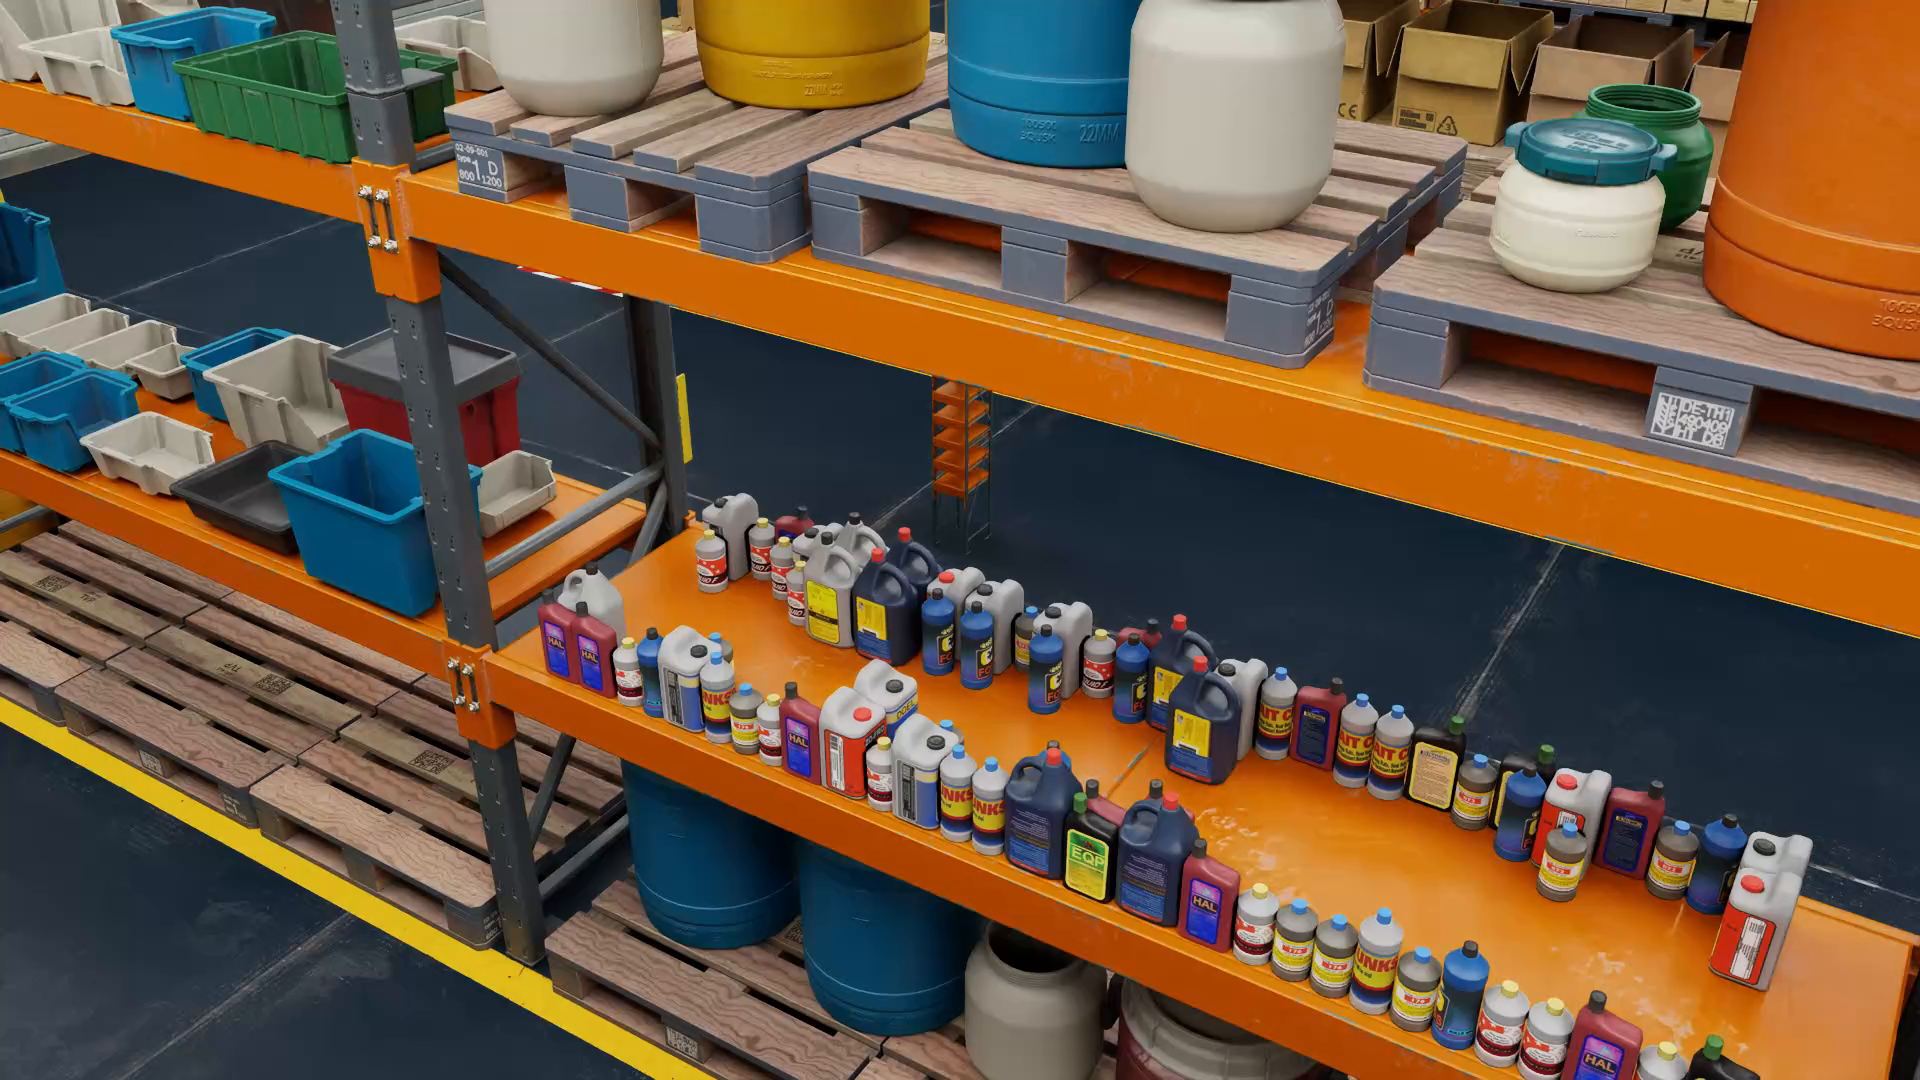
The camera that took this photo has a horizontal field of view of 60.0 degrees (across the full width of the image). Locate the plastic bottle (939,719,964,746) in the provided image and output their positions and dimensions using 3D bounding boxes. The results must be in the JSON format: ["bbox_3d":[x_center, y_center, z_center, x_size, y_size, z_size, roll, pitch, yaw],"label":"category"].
[{"bbox_3d":[-0.036,0.575,4.484,0.097,0.201,0.097,0,30,0],"label":"plastic bottle"}]

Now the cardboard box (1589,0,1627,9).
[{"bbox_3d":[4.635,-3.884,11.763,0.250,0.149,0.380,18,35,28],"label":"cardboard box"}]

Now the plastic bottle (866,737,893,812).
[{"bbox_3d":[-0.200,0.614,4.418,0.097,0.201,0.097,0,30,0],"label":"plastic bottle"}]

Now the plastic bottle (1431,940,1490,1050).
[{"bbox_3d":[1.113,0.999,3.689,0.097,0.271,0.097,0,30,0],"label":"plastic bottle"}]

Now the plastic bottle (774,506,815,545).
[{"bbox_3d":[-0.531,0.011,5.370,0.133,0.283,0.061,18,35,27],"label":"plastic bottle"}]

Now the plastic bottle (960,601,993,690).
[{"bbox_3d":[0.049,0.301,4.885,0.097,0.271,0.097,0,30,0],"label":"plastic bottle"}]

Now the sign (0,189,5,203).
[{"bbox_3d":[-4.366,-1.430,7.563,0.005,0.325,0.100,18,35,27],"label":"sign"}]

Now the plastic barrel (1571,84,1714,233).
[{"bbox_3d":[1.356,-0.770,3.353,0.294,0.245,0.294,0,30,0],"label":"plastic barrel"}]

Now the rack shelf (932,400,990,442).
[{"bbox_3d":[0.012,-0.580,7.903,0.180,0.103,0.258,18,35,27],"label":"rack shelf"}]

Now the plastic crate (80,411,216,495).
[{"bbox_3d":[-2.892,-0.299,5.989,0.466,0.136,0.293,18,35,27],"label":"plastic crate"}]

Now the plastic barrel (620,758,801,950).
[{"bbox_3d":[-0.805,0.829,5.518,0.708,0.901,0.600,18,35,27],"label":"plastic barrel"}]

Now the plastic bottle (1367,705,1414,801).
[{"bbox_3d":[1.152,0.560,4.441,0.097,0.271,0.097,0,30,0],"label":"plastic bottle"}]

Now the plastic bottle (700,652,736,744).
[{"bbox_3d":[-0.674,0.434,4.657,0.097,0.271,0.097,0,30,0],"label":"plastic bottle"}]

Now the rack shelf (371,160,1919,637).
[{"bbox_3d":[0.437,-0.498,3.865,4.000,0.370,1.077,18,35,27],"label":"rack shelf"}]

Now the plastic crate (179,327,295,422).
[{"bbox_3d":[-2.769,-0.634,6.466,0.300,0.233,0.416,18,35,27],"label":"plastic crate"}]

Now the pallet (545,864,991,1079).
[{"bbox_3d":[-0.626,1.380,5.675,1.213,0.211,1.003,18,35,27],"label":"pallet"}]

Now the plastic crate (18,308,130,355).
[{"bbox_3d":[-3.620,-0.808,6.860,0.243,0.136,0.396,18,35,27],"label":"plastic crate"}]

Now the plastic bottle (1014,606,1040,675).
[{"bbox_3d":[0.212,0.293,4.969,0.097,0.201,0.097,0,30,0],"label":"plastic bottle"}]

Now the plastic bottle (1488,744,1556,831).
[{"bbox_3d":[1.455,0.640,4.293,0.133,0.283,0.061,18,35,27],"label":"plastic bottle"}]

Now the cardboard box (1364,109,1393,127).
[{"bbox_3d":[2.059,-1.842,8.332,0.500,0.500,0.500,18,35,27],"label":"cardboard box"}]

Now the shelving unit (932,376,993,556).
[{"bbox_3d":[0.012,-0.514,7.941,0.189,1.200,0.258,18,35,27],"label":"shelving unit"}]

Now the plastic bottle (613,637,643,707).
[{"bbox_3d":[-0.953,0.376,4.826,0.097,0.201,0.097,0,30,0],"label":"plastic bottle"}]

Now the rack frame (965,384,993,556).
[{"bbox_3d":[0.090,-0.490,7.899,0.006,1.200,0.240,18,35,27],"label":"rack frame"}]

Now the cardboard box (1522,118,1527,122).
[{"bbox_3d":[2.779,-1.925,8.474,0.500,0.500,0.500,17,34,27],"label":"cardboard box"}]

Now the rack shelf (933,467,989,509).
[{"bbox_3d":[0.012,-0.269,8.084,0.180,0.103,0.258,18,35,27],"label":"rack shelf"}]

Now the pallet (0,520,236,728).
[{"bbox_3d":[-3.967,0.321,7.490,1.213,0.211,1.003,18,35,27],"label":"pallet"}]

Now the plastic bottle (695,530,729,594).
[{"bbox_3d":[-0.802,0.062,5.363,0.097,0.201,0.097,0,30,0],"label":"plastic bottle"}]

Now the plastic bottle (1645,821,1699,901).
[{"bbox_3d":[1.770,0.786,4.124,0.097,0.201,0.097,0,30,0],"label":"plastic bottle"}]

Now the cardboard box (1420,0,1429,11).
[{"bbox_3d":[3.456,-4.144,12.625,0.250,0.149,0.380,17,34,26],"label":"cardboard box"}]

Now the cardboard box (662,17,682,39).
[{"bbox_3d":[-1.749,-3.055,10.363,0.500,0.250,0.500,17,34,26],"label":"cardboard box"}]

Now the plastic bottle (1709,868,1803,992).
[{"bbox_3d":[1.855,0.887,3.876,0.135,0.276,0.152,18,35,27],"label":"plastic bottle"}]

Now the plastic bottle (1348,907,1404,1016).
[{"bbox_3d":[0.948,0.947,3.778,0.097,0.271,0.097,0,30,0],"label":"plastic bottle"}]

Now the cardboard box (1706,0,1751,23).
[{"bbox_3d":[5.296,-3.676,11.408,0.250,0.149,0.380,17,34,26],"label":"cardboard box"}]

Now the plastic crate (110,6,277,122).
[{"bbox_3d":[-2.198,-1.380,4.828,0.300,0.233,0.416,18,35,27],"label":"plastic crate"}]

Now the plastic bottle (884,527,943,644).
[{"bbox_3d":[-0.148,0.128,5.102,0.185,0.351,0.144,18,35,27],"label":"plastic bottle"}]

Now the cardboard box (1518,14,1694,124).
[{"bbox_3d":[3.031,-2.123,7.818,0.637,0.503,0.797,19,35,29],"label":"cardboard box"}]

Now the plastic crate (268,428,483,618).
[{"bbox_3d":[-1.834,-0.048,5.311,0.575,0.384,0.392,18,35,27],"label":"plastic crate"}]

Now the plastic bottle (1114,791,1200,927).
[{"bbox_3d":[0.481,0.751,4.035,0.185,0.351,0.144,18,35,27],"label":"plastic bottle"}]

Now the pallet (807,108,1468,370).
[{"bbox_3d":[0.421,-0.792,3.842,1.213,0.211,1.003,18,35,27],"label":"pallet"}]

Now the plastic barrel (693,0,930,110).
[{"bbox_3d":[-0.376,-1.450,4.178,0.600,0.588,0.600,0,30,0],"label":"plastic barrel"}]

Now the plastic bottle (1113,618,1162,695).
[{"bbox_3d":[0.516,0.343,4.802,0.133,0.283,0.061,18,35,27],"label":"plastic bottle"}]

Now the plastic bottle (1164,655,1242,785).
[{"bbox_3d":[0.661,0.475,4.508,0.185,0.351,0.144,18,35,27],"label":"plastic bottle"}]

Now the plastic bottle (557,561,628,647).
[{"bbox_3d":[-1.097,0.216,4.953,0.185,0.351,0.144,18,35,27],"label":"plastic bottle"}]

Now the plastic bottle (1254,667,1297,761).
[{"bbox_3d":[0.874,0.472,4.592,0.097,0.271,0.097,0,30,0],"label":"plastic bottle"}]

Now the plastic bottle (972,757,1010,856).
[{"bbox_3d":[0.079,0.672,4.249,0.097,0.271,0.097,0,30,0],"label":"plastic bottle"}]

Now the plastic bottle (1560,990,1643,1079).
[{"bbox_3d":[1.366,1.085,3.530,0.133,0.283,0.061,18,35,27],"label":"plastic bottle"}]

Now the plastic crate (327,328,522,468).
[{"bbox_3d":[-1.880,-0.449,5.920,0.583,0.464,0.402,18,35,27],"label":"plastic crate"}]

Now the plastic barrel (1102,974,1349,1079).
[{"bbox_3d":[0.751,1.456,4.753,0.708,0.588,0.600,18,35,27],"label":"plastic barrel"}]

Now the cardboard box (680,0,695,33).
[{"bbox_3d":[-1.325,-3.244,9.944,0.500,0.500,0.500,17,34,26],"label":"cardboard box"}]

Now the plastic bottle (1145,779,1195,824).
[{"bbox_3d":[0.513,0.729,4.139,0.133,0.283,0.061,18,35,27],"label":"plastic bottle"}]

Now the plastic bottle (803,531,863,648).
[{"bbox_3d":[-0.381,0.140,5.082,0.185,0.351,0.144,18,35,27],"label":"plastic bottle"}]

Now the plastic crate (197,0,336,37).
[{"bbox_3d":[-2.163,-1.738,5.406,0.590,0.269,0.497,18,35,27],"label":"plastic crate"}]

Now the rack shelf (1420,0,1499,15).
[{"bbox_3d":[2.405,-4.478,13.663,4.000,0.370,1.077,18,35,27],"label":"rack shelf"}]

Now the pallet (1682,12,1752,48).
[{"bbox_3d":[5.788,-3.611,11.654,1.213,0.211,1.003,18,35,27],"label":"pallet"}]

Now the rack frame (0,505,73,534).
[{"bbox_3d":[-4.645,-1.121,7.194,0.127,3.000,1.000,18,35,27],"label":"rack frame"}]

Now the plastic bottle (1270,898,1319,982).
[{"bbox_3d":[0.783,0.925,3.885,0.097,0.201,0.097,0,30,0],"label":"plastic bottle"}]
